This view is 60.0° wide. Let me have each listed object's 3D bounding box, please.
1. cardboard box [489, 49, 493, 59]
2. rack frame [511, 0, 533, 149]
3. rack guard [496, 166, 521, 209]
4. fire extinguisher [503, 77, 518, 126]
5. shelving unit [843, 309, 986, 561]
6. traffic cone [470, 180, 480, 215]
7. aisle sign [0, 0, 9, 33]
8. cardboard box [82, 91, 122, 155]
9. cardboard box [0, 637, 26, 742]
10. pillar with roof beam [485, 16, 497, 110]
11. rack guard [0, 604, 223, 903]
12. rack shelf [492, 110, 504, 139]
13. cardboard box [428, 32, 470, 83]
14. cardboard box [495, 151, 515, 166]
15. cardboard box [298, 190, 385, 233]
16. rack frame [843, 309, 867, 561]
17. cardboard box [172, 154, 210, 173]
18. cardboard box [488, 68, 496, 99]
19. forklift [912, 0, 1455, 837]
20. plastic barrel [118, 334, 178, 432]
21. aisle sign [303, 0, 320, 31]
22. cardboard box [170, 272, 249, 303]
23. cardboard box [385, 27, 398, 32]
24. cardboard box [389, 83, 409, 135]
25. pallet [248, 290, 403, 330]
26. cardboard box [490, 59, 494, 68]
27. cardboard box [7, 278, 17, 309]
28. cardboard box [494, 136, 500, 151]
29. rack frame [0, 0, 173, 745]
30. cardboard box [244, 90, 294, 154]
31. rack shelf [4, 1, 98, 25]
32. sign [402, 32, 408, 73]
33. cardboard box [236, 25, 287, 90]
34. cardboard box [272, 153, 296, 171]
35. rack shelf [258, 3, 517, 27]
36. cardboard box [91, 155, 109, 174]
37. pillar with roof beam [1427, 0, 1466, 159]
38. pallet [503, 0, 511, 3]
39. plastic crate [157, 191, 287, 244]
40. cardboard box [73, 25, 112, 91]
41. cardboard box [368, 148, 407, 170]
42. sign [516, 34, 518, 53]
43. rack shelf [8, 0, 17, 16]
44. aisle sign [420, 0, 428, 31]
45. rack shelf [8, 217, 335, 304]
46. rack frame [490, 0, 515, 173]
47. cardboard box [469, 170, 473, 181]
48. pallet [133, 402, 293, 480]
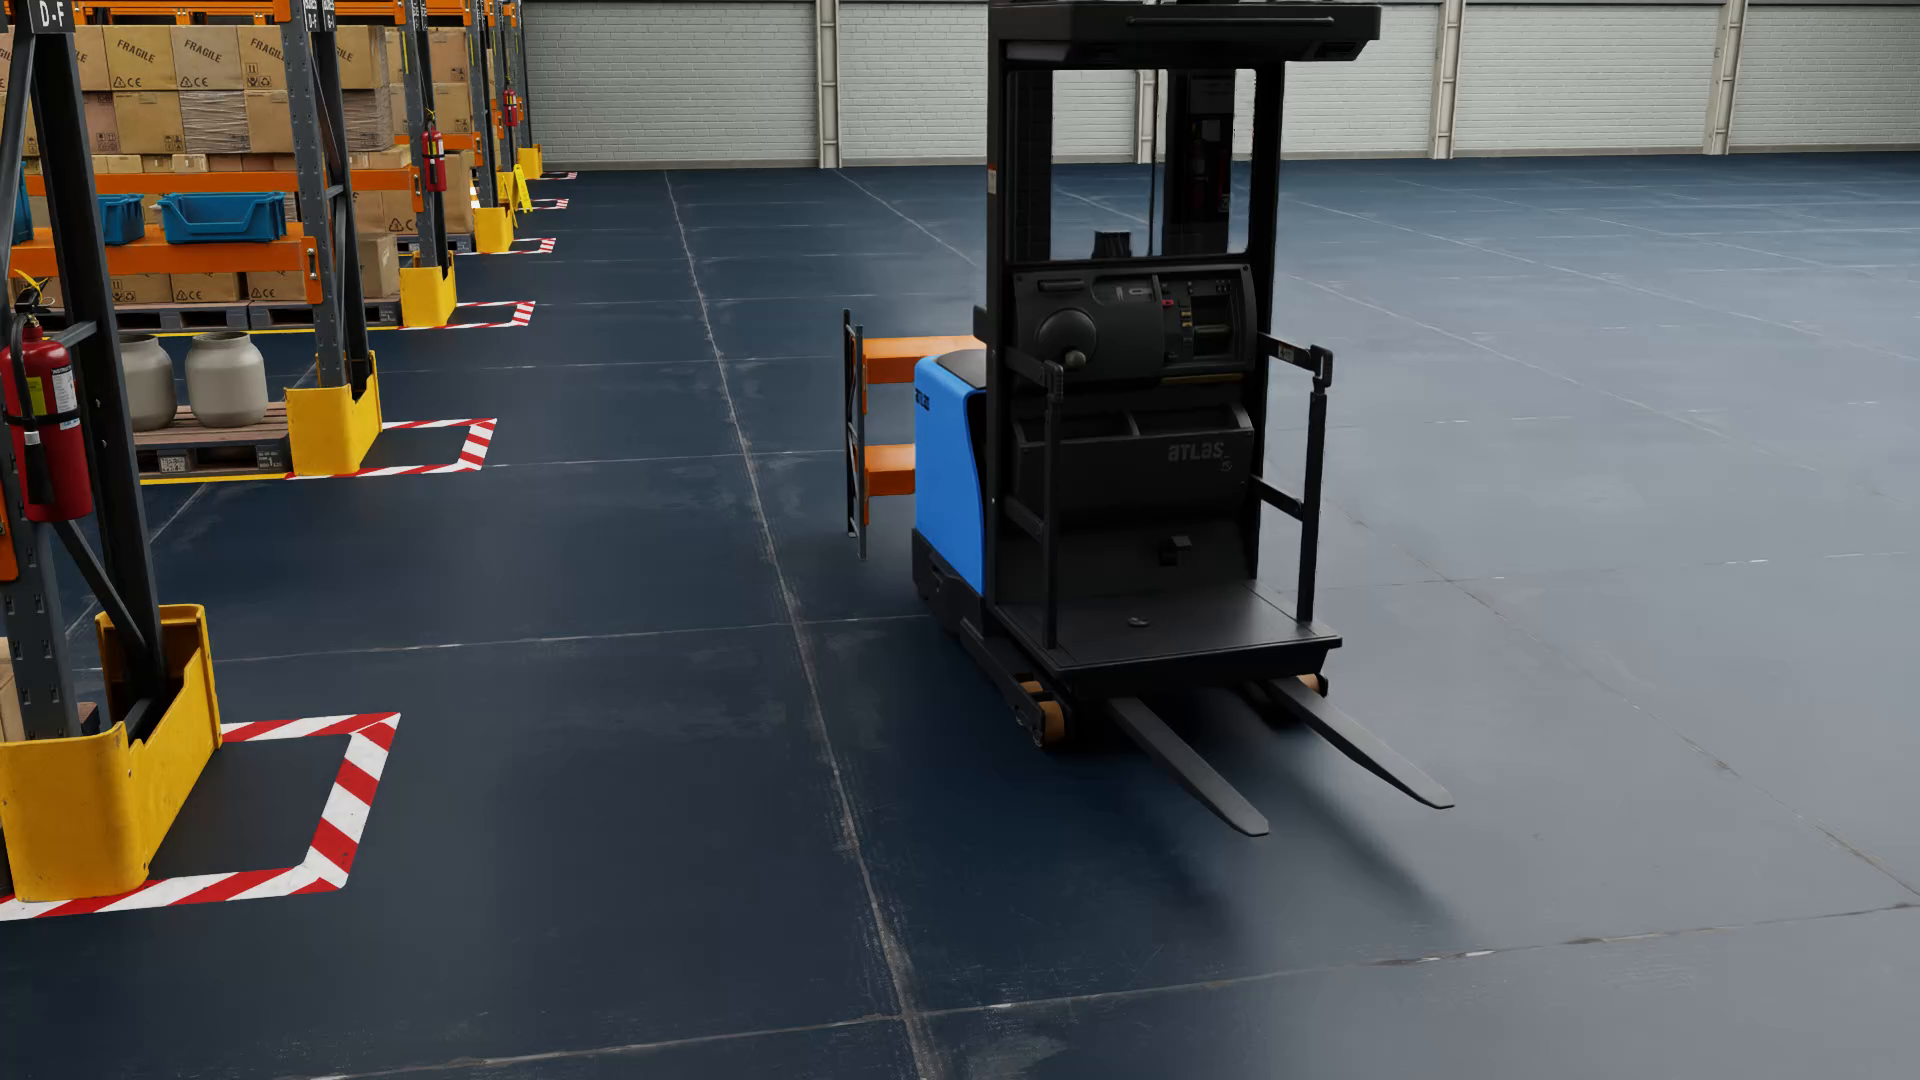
[{"bbox_3d":[-7.723,-8.119,27.777,0.250,0.149,0.380,-3,17,-10],"label":"cardboard box"},{"bbox_3d":[-7.412,-7.700,28.193,0.127,3.000,1.000,-3,17,-10],"label":"rack frame"},{"bbox_3d":[-6.541,-5.070,23.888,0.348,0.500,1.175,-3,17,-10],"label":"rack guard"},{"bbox_3d":[-6.267,-6.106,23.134,0.183,0.674,0.296,-3,17,-10],"label":"fire extinguisher"},{"bbox_3d":[-0.007,-0.537,8.066,1.048,1.125,0.538,-3,17,-10],"label":"shelving unit"},{"bbox_3d":[-6.644,-4.661,22.619,0.334,0.463,0.336,-3,17,-10],"label":"traffic cone"},{"bbox_3d":[-2.591,-1.718,4.290,0.004,0.787,0.394,-3,17,-10],"label":"aisle sign"},{"bbox_3d":[-7.091,-3.462,13.716,0.500,0.500,0.875,-3,17,-10],"label":"cardboard box"},{"bbox_3d":[-3.279,0.523,5.389,0.500,0.250,0.500,-3,17,-10],"label":"cardboard box"},{"bbox_3d":[-7.450,-9.548,23.991,0.400,9.000,9.100,-3,17,-10],"label":"pillar with roof beam"},{"bbox_3d":[-2.687,0.637,5.307,0.348,0.500,1.175,-3,17,-10],"label":"rack guard"},{"bbox_3d":[-8.430,-5.814,23.278,4.000,0.370,1.077,-3,17,-10],"label":"rack shelf"},{"bbox_3d":[-5.800,-5.426,18.696,0.550,0.550,0.875,-3,17,-10],"label":"cardboard box"},{"bbox_3d":[-7.813,-6.469,28.153,0.500,0.250,0.500,-3,17,-10],"label":"cardboard box"},{"bbox_3d":[-6.945,-3.927,18.811,0.875,0.875,0.875,-4,17,-11],"label":"cardboard box"},{"bbox_3d":[-0.506,-0.509,7.974,0.032,1.125,0.500,-3,17,-10],"label":"rack frame"},{"bbox_3d":[-6.280,-3.103,13.654,0.250,0.149,0.380,-3,17,-10],"label":"cardboard box"},{"bbox_3d":[-7.845,-7.645,27.843,0.500,0.500,0.500,-4,17,-12],"label":"cardboard box"},{"bbox_3d":[0.705,-0.800,5.846,1.130,2.935,3.031,-5,18,-16],"label":"forklift"},{"bbox_3d":[-4.771,-0.910,9.607,0.421,0.512,0.421,0,17,0],"label":"plastic barrel"},{"bbox_3d":[-3.520,-3.146,8.937,0.004,0.787,0.394,-3,17,-10],"label":"aisle sign"},{"bbox_3d":[-6.401,-2.316,14.205,0.500,0.500,0.500,-2,17,-5],"label":"cardboard box"},{"bbox_3d":[-7.906,-6.762,22.758,0.500,0.500,0.700,-3,17,-11],"label":"cardboard box"},{"bbox_3d":[-6.320,-4.849,18.655,0.550,0.550,0.875,-3,17,-10],"label":"cardboard box"},{"bbox_3d":[-5.465,-2.040,14.515,1.213,0.211,1.003,-3,17,-10],"label":"pallet"},{"bbox_3d":[-7.699,-7.958,27.757,0.250,0.149,0.380,-3,17,-10],"label":"cardboard box"},{"bbox_3d":[-8.113,-2.206,13.849,0.500,0.500,0.500,-4,17,-12],"label":"cardboard box"},{"bbox_3d":[-7.830,-6.708,28.080,0.500,0.250,0.500,-3,17,-11],"label":"cardboard box"},{"bbox_3d":[-2.711,-0.557,4.935,0.127,3.000,1.000,-3,17,-10],"label":"rack frame"},{"bbox_3d":[-5.600,-3.517,13.898,0.500,0.500,0.875,-3,17,-10],"label":"cardboard box"},{"bbox_3d":[-11.319,-5.604,17.484,4.000,0.370,1.077,-3,17,-10],"label":"rack shelf"},{"bbox_3d":[-4.501,-3.956,13.493,0.005,0.325,0.100,-3,17,-10],"label":"sign"},{"bbox_3d":[-5.569,-3.949,13.601,0.500,0.500,0.500,-3,17,-10],"label":"cardboard box"},{"bbox_3d":[-5.557,-3.165,13.856,0.250,0.149,0.380,-3,17,-10],"label":"cardboard box"},{"bbox_3d":[-9.375,-8.679,27.495,4.000,0.370,1.077,-3,17,-10],"label":"rack shelf"},{"bbox_3d":[-7.023,-3.072,13.552,0.250,0.149,0.380,-3,17,-10],"label":"cardboard box"},{"bbox_3d":[10.224,-10.550,27.255,0.400,9.000,9.100,-3,17,-10],"label":"pillar with roof beam"},{"bbox_3d":[-8.111,-9.060,27.662,1.213,0.211,1.003,-3,17,-10],"label":"pallet"},{"bbox_3d":[-4.081,-1.799,9.235,0.616,0.251,0.499,-3,17,-10],"label":"plastic crate"},{"bbox_3d":[-7.042,-3.865,13.328,0.500,0.500,0.500,-3,17,-10],"label":"cardboard box"},{"bbox_3d":[-4.827,-3.217,14.025,0.250,0.149,0.380,-3,17,-10],"label":"cardboard box"},{"bbox_3d":[-7.322,-8.210,27.476,0.005,0.325,0.100,-3,17,-10],"label":"sign"},{"bbox_3d":[-4.674,-1.535,4.238,4.000,0.370,1.077,-3,17,-10],"label":"rack shelf"},{"bbox_3d":[-4.582,-4.745,14.145,0.004,0.787,0.394,-3,17,-10],"label":"aisle sign"},{"bbox_3d":[-5.610,-1.529,9.328,4.000,0.370,1.077,-3,17,-10],"label":"rack shelf"},{"bbox_3d":[-6.466,-6.269,23.535,0.127,3.000,1.000,-3,17,-10],"label":"rack frame"},{"bbox_3d":[-7.311,-5.190,23.990,0.500,0.250,0.500,-3,17,-11],"label":"cardboard box"},{"bbox_3d":[-4.511,-0.590,9.794,1.213,0.211,1.003,-3,17,-10],"label":"pallet"}]
